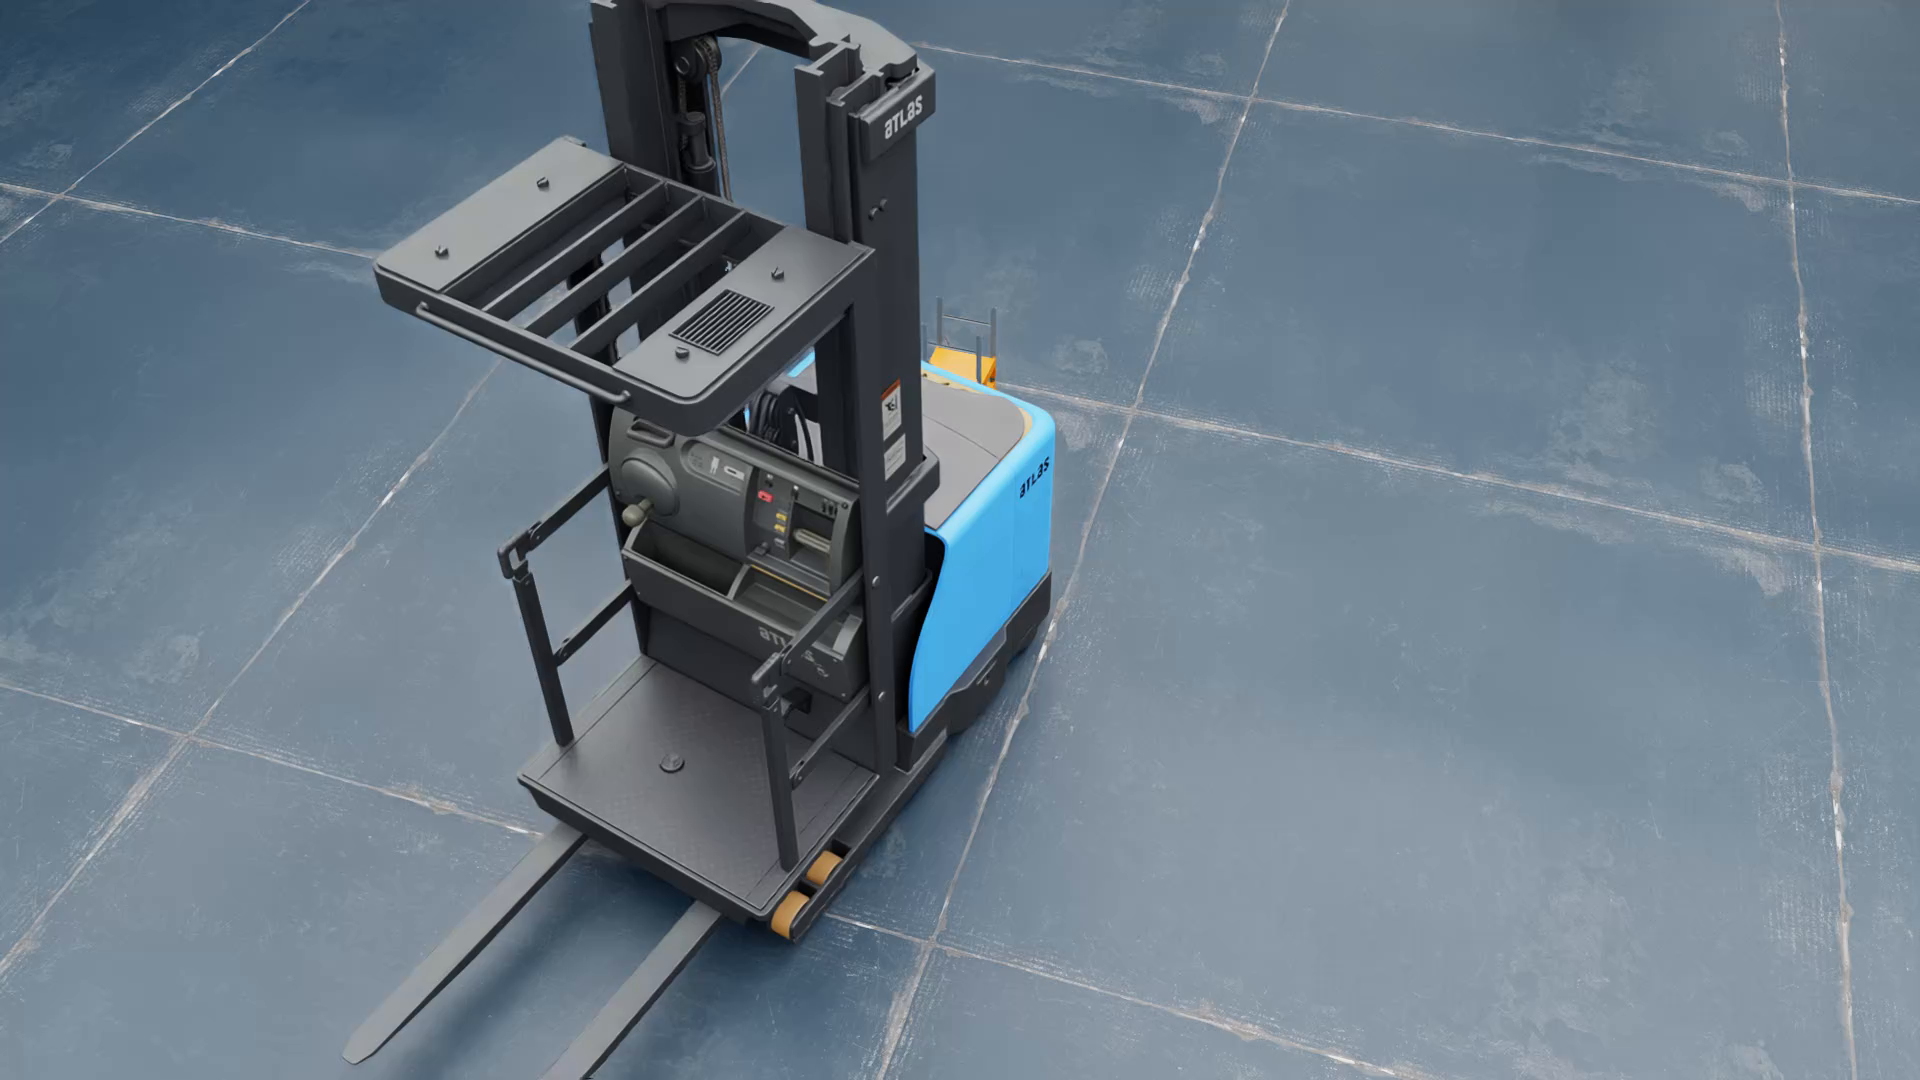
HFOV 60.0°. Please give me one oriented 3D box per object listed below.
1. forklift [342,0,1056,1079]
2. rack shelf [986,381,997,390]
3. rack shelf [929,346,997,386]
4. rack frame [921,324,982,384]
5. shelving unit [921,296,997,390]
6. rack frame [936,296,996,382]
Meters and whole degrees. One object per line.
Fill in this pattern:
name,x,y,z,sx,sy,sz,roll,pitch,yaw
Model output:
forklift,-0.844,-0.051,5.106,1.130,2.935,3.031,24,49,22
rack shelf,-0.004,-0.560,6.583,0.258,0.103,0.180,13,46,13
rack shelf,-0.004,-0.645,6.499,0.258,0.103,0.180,13,46,13
rack frame,-0.032,-0.359,6.658,0.240,1.200,0.006,13,46,13
shelving unit,-0.004,-0.420,6.720,0.258,1.200,0.189,13,46,13
rack frame,0.025,-0.481,6.782,0.240,1.200,0.006,13,46,13
